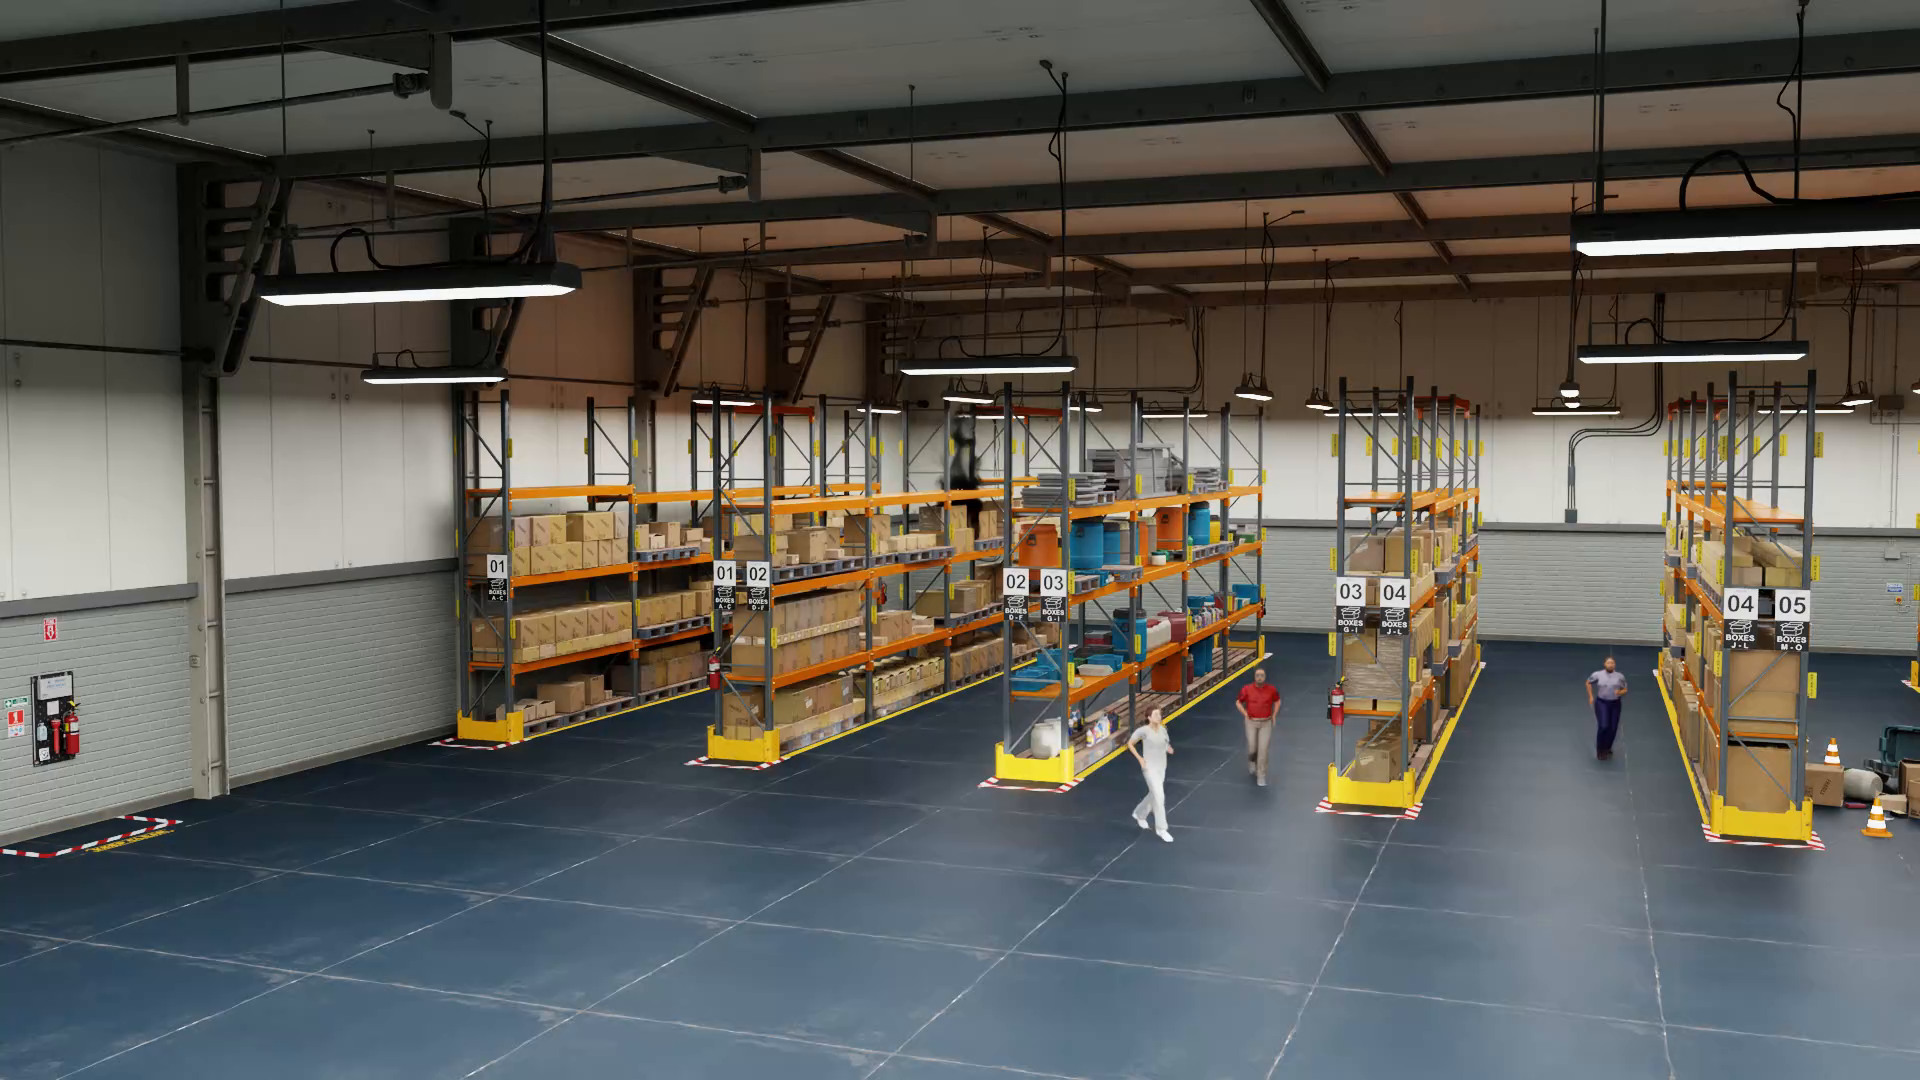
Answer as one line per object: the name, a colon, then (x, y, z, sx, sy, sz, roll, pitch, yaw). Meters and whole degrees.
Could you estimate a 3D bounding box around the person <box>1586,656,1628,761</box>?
person: (10.427, 2.716, 26.757, 0.575, 1.689, 0.699, 0, 3, 6)

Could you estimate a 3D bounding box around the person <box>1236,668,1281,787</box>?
person: (4.483, 2.777, 24.972, 0.670, 1.716, 0.883, 1, 3, 10)

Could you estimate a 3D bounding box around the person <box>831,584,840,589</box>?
person: (-2.700, 1.929, 36.027, 0.697, 1.633, 0.903, 1, 3, 13)

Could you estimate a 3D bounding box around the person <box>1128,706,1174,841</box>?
person: (2.484, 2.974, 21.450, 0.560, 1.691, 0.827, -2, 4, -37)
